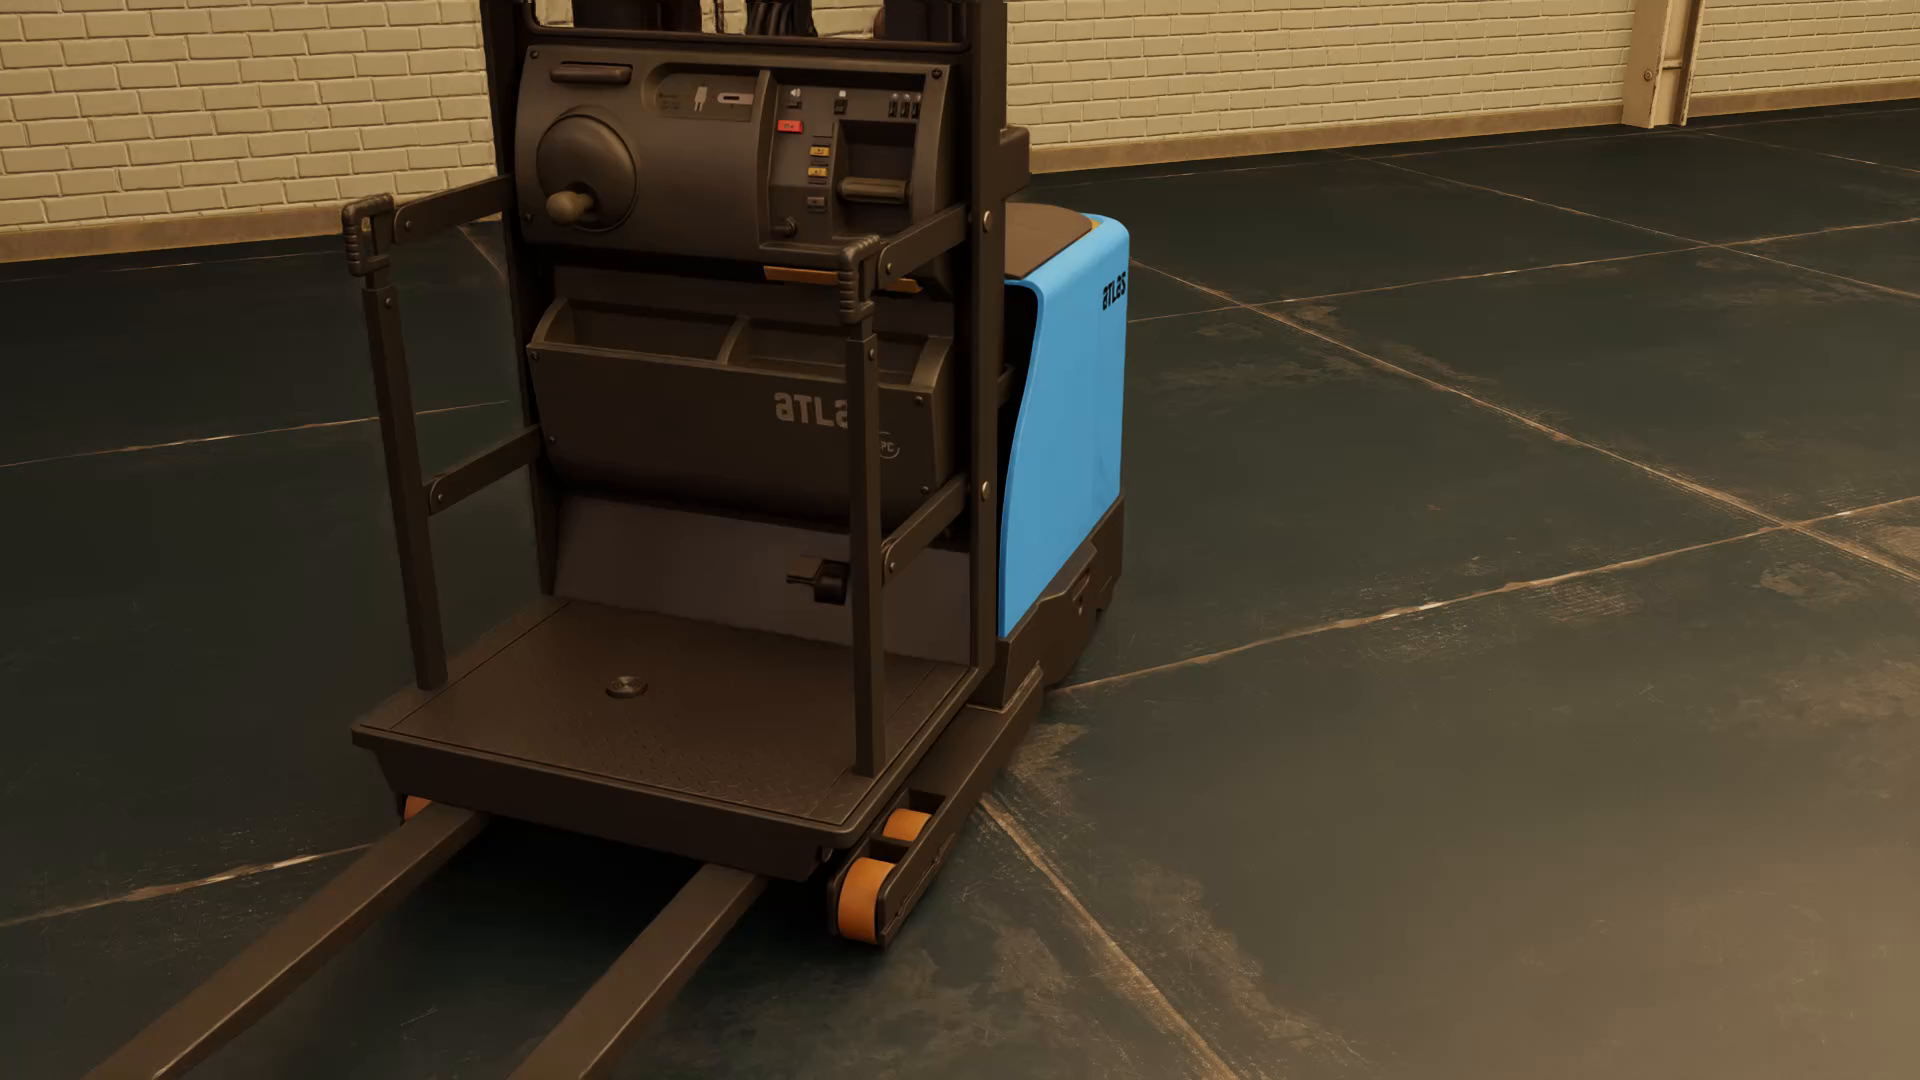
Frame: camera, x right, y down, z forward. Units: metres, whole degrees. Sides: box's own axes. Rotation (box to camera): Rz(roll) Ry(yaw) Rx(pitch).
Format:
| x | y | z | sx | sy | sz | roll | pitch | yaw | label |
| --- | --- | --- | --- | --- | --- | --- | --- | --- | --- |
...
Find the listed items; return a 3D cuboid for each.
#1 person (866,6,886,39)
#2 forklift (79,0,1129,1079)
| x | y | z | sx | sy | sz | roll | pitch | yaw | label |
| --- | --- | --- | --- | --- | --- | --- | --- | --- | --- |
| -0.070 | -0.947 | 5.396 | 0.492 | 1.545 | 0.868 | -9 | 24 | -21 | person |
| -0.537 | -0.750 | 3.090 | 1.130 | 2.935 | 3.031 | 8 | 24 | 19 | forklift |
